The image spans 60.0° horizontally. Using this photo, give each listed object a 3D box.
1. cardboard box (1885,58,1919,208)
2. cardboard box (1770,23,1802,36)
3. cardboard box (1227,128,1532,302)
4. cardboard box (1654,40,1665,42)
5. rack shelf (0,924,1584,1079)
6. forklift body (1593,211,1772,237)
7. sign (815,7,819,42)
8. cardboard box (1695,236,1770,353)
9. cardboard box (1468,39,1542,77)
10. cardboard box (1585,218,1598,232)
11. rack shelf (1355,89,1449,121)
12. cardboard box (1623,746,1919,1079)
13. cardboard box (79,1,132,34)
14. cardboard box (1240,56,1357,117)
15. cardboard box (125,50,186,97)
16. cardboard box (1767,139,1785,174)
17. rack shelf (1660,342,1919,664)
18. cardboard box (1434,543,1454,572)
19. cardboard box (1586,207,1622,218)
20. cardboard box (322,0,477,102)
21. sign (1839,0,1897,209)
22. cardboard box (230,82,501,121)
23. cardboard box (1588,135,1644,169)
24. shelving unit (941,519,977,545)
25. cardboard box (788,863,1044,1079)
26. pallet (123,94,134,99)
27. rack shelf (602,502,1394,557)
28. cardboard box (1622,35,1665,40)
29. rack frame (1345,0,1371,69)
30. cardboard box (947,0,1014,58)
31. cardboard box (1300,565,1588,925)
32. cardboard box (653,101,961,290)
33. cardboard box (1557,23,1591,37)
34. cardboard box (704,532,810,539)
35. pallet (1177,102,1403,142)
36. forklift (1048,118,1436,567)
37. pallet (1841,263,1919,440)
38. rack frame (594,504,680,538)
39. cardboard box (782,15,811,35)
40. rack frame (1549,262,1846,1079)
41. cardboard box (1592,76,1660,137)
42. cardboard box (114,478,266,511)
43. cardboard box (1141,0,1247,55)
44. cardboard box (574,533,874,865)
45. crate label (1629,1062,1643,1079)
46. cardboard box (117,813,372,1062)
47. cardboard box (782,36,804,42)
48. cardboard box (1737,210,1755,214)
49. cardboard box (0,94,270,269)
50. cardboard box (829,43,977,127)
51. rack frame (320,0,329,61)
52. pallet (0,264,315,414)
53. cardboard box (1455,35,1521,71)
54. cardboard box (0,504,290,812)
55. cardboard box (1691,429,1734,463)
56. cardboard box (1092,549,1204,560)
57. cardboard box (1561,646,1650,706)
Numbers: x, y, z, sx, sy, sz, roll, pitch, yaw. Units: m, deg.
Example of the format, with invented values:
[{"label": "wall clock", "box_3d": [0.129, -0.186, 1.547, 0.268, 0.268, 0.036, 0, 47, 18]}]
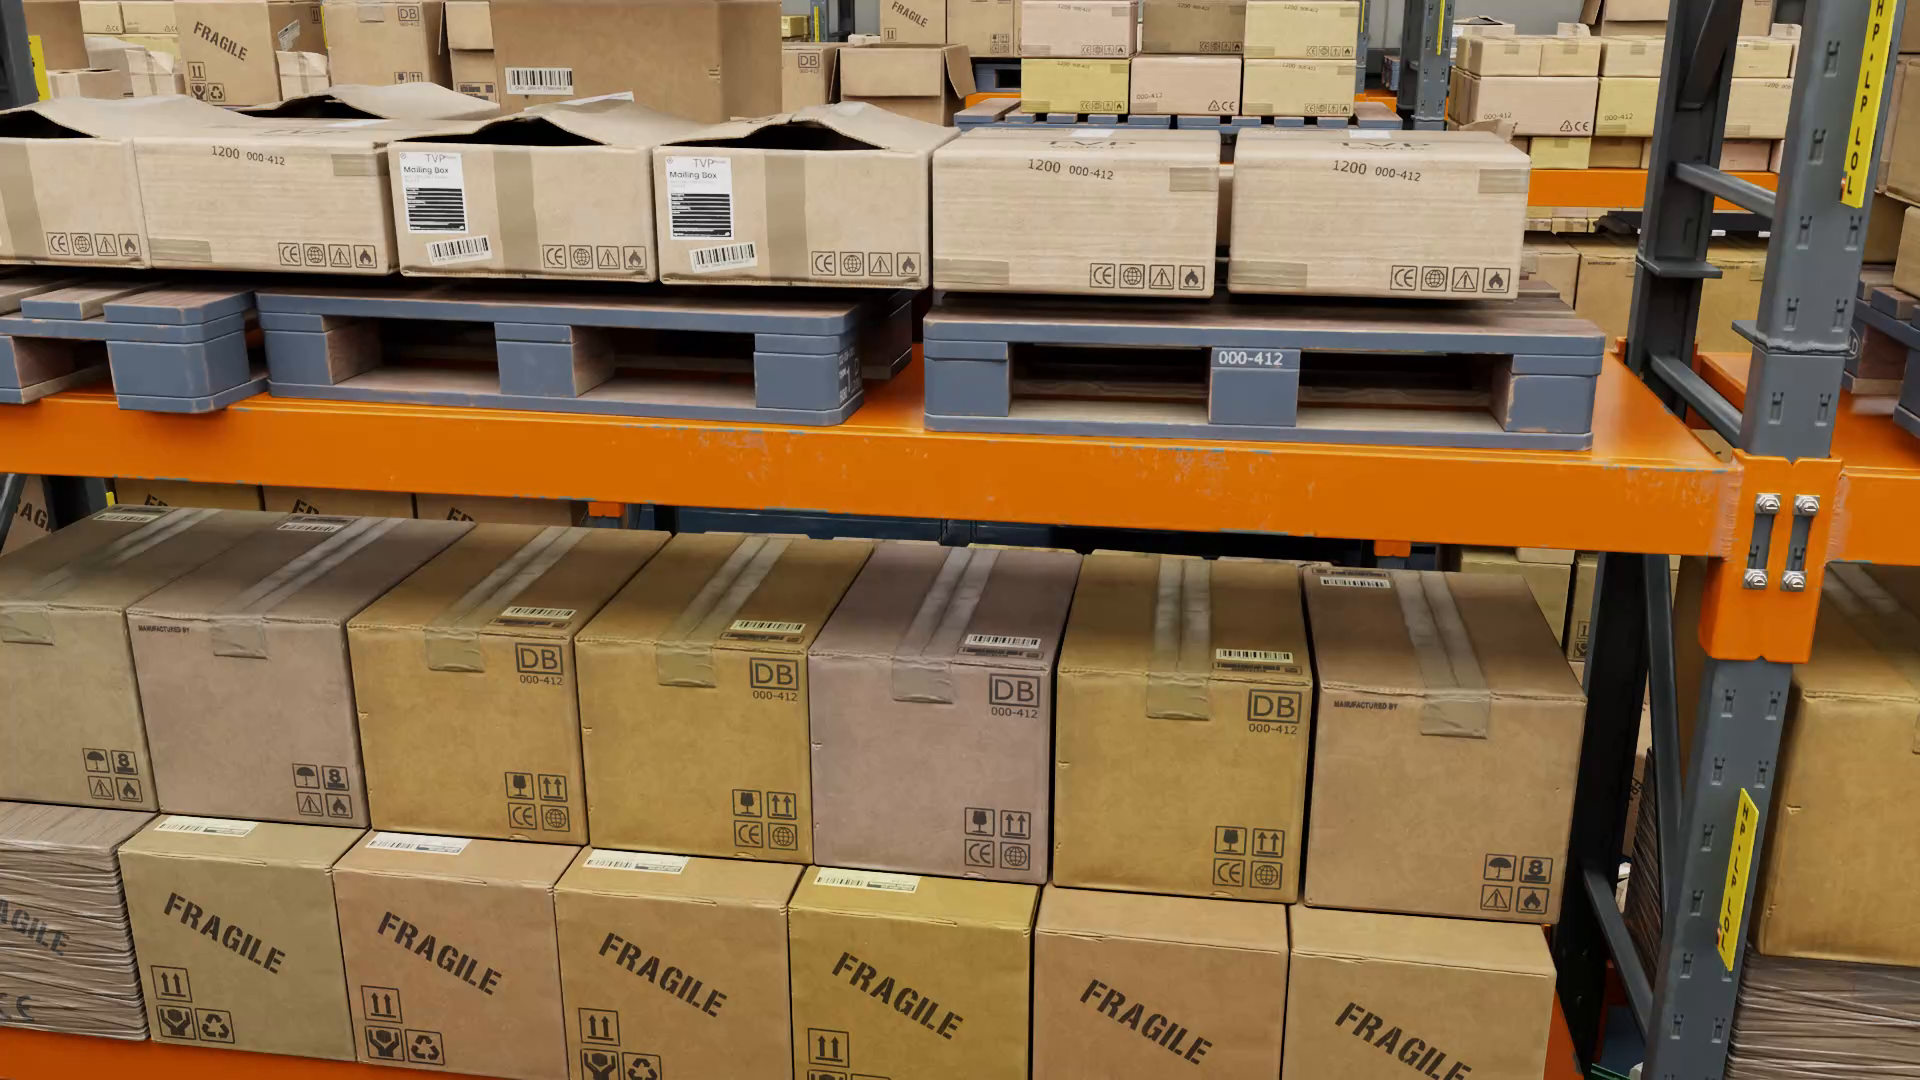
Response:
[{"label": "cardboard box", "box_3d": [1.928, -0.667, 2.791, 0.500, 0.250, 0.500, 3, 19, 9]}, {"label": "cardboard box", "box_3d": [5.791, -3.515, 11.747, 0.258, 0.266, 0.396, 3, 19, 9]}, {"label": "cardboard box", "box_3d": [0.767, -0.624, 3.131, 0.500, 0.250, 0.500, 3, 19, 9]}, {"label": "cardboard box", "box_3d": [3.210, -2.118, 7.319, 0.250, 0.149, 0.380, 3, 19, 8]}, {"label": "rack shelf", "box_3d": [-0.485, 1.200, 4.124, 4.000, 0.370, 1.077, 3, 19, 9]}, {"label": "forklift body", "box_3d": [4.746, -1.072, 11.117, 1.214, 2.155, 2.313, 3, 19, 9]}, {"label": "sign", "box_3d": [-1.079, -3.851, 12.543, 0.005, 0.325, 0.100, 3, 19, 9]}, {"label": "cardboard box", "box_3d": [3.567, -1.103, 7.670, 0.500, 0.500, 0.700, 3, 19, 7]}, {"label": "cardboard box", "box_3d": [2.434, -2.160, 7.443, 0.250, 0.149, 0.380, 3, 19, 8]}, {"label": "cardboard box", "box_3d": [4.755, -2.324, 12.343, 0.250, 0.149, 0.380, 3, 19, 8]}, {"label": "rack shelf", "box_3d": [4.933, -3.133, 12.344, 4.000, 0.370, 1.077, 3, 19, 9]}, {"label": "cardboard box", "box_3d": [1.856, 0.903, 3.641, 0.550, 0.550, 0.875, 3, 19, 9]}, {"label": "cardboard box", "box_3d": [-6.989, -4.309, 13.707, 0.500, 0.250, 0.500, 3, 19, 10]}, {"label": "cardboard box", "box_3d": [1.575, -2.131, 7.792, 0.500, 0.250, 0.500, 3, 19, 8]}, {"label": "cardboard box", "box_3d": [-3.975, -2.356, 8.438, 0.258, 0.266, 0.396, 4, 19, 13]}, {"label": "cardboard box", "box_3d": [3.703, -1.715, 7.370, 0.250, 0.149, 0.380, 3, 19, 8]}, {"label": "rack shelf", "box_3d": [3.464, -0.021, 3.046, 4.000, 0.370, 1.077, 3, 19, 9]}, {"label": "cardboard box", "box_3d": [2.802, 0.098, 8.772, 0.500, 0.500, 0.500, 3, 19, 8]}, {"label": "cardboard box", "box_3d": [4.760, -2.492, 12.375, 0.250, 0.149, 0.380, 3, 19, 9]}, {"label": "cardboard box", "box_3d": [-2.782, -2.457, 8.373, 0.500, 0.500, 0.700, 2, 19, 6]}, {"label": "sign", "box_3d": [1.413, -0.687, 2.591, 0.005, 0.325, 0.100, 3, 19, 9]}, {"label": "cardboard box", "box_3d": [-1.380, -0.910, 3.890, 0.500, 0.311, 0.500, 3, 19, 9]}, {"label": "cardboard box", "box_3d": [2.956, -1.799, 7.621, 0.250, 0.149, 0.380, 3, 19, 9]}, {"label": "shelving unit", "box_3d": [-0.008, -0.427, 11.162, 0.210, 0.900, 0.258, 3, 19, 9]}, {"label": "cardboard box", "box_3d": [-0.066, 0.918, 3.673, 0.500, 0.500, 0.500, 3, 19, 9]}, {"label": "pallet", "box_3d": [-4.811, -2.300, 9.025, 1.217, 0.209, 0.805, 2, 19, 6]}, {"label": "rack shelf", "box_3d": [0.200, -0.356, 8.774, 4.000, 0.370, 1.077, 3, 19, 9]}, {"label": "cardboard box", "box_3d": [3.311, -2.328, 7.947, 0.250, 0.149, 0.380, 3, 19, 10]}, {"label": "rack frame", "box_3d": [2.959, -4.997, 12.055, 0.127, 3.000, 1.000, 3, 19, 9]}, {"label": "cardboard box", "box_3d": [0.200, -3.963, 12.715, 0.500, 0.500, 0.700, 3, 19, 8]}, {"label": "cardboard box", "box_3d": [0.999, 0.415, 3.604, 0.500, 0.500, 0.700, 3, 19, 8]}, {"label": "cardboard box", "box_3d": [-0.276, -0.687, 3.222, 0.500, 0.311, 0.500, 2, 19, 7]}, {"label": "cardboard box", "box_3d": [4.376, -3.587, 11.962, 0.258, 0.266, 0.396, 2, 19, 7]}, {"label": "cardboard box", "box_3d": [-1.218, 0.281, 9.217, 0.625, 0.372, 0.950, 2, 19, 5]}, {"label": "pallet", "box_3d": [1.582, -1.994, 8.105, 1.003, 0.211, 1.213, 3, 19, 9]}, {"label": "forklift", "box_3d": [2.128, -1.281, 10.513, 3.031, 2.935, 1.130, 3, 19, 7]}, {"label": "pallet", "box_3d": [2.296, -0.377, 3.114, 1.213, 0.211, 1.003, 3, 19, 9]}, {"label": "rack frame", "box_3d": [-1.774, -0.798, 8.961, 0.127, 3.000, 1.000, 3, 19, 9]}, {"label": "cardboard box", "box_3d": [-1.310, -4.140, 13.360, 0.250, 0.149, 0.380, 2, 19, 7]}, {"label": "rack frame", "box_3d": [1.490, 0.959, 3.709, 0.127, 3.000, 1.000, 3, 19, 9]}, {"label": "cardboard box", "box_3d": [3.077, -1.958, 7.468, 0.500, 0.250, 0.500, 3, 19, 8]}, {"label": "cardboard box", "box_3d": [-4.206, -0.142, 9.686, 0.875, 0.875, 0.875, 3, 19, 10]}, {"label": "cardboard box", "box_3d": [1.168, -2.561, 8.289, 0.500, 0.250, 0.500, 3, 19, 7]}, {"label": "cardboard box", "box_3d": [-0.507, 0.338, 3.833, 0.500, 0.500, 0.700, 3, 19, 8]}, {"label": "crate label", "box_3d": [2.404, 1.848, 5.563, 0.250, 0.136, 0.298, -11, 21, -29]}, {"label": "cardboard box", "box_3d": [-1.557, 0.842, 3.901, 0.500, 0.500, 0.500, 3, 19, 8]}, {"label": "cardboard box", "box_3d": [-1.379, -3.836, 12.921, 0.250, 0.149, 0.380, 3, 19, 10]}, {"label": "cardboard box", "box_3d": [5.776, -2.442, 12.225, 0.250, 0.149, 0.380, 3, 19, 9]}, {"label": "cardboard box", "box_3d": [-1.780, -0.764, 3.451, 0.500, 0.311, 0.500, 3, 19, 9]}, {"label": "cardboard box", "box_3d": [-0.264, -2.202, 8.265, 0.637, 0.503, 0.797, 3, 19, 9]}, {"label": "rack frame", "box_3d": [-4.940, -5.399, 13.258, 0.127, 3.000, 1.000, 3, 19, 9]}, {"label": "pallet", "box_3d": [-1.816, -0.559, 3.817, 1.003, 0.211, 1.213, 4, 19, 11]}, {"label": "cardboard box", "box_3d": [2.523, -2.331, 7.953, 0.250, 0.149, 0.380, 3, 19, 10]}, {"label": "cardboard box", "box_3d": [-2.018, 0.262, 4.059, 0.500, 0.500, 0.700, 3, 19, 8]}, {"label": "cardboard box", "box_3d": [3.558, -0.628, 7.827, 0.500, 0.500, 0.500, 3, 19, 8]}, {"label": "cardboard box", "box_3d": [0.946, 0.390, 8.891, 0.625, 0.372, 0.950, 4, 19, 12]}, {"label": "cardboard box", "box_3d": [3.244, 0.646, 8.317, 0.500, 0.250, 0.500, 4, 19, 12]}]
